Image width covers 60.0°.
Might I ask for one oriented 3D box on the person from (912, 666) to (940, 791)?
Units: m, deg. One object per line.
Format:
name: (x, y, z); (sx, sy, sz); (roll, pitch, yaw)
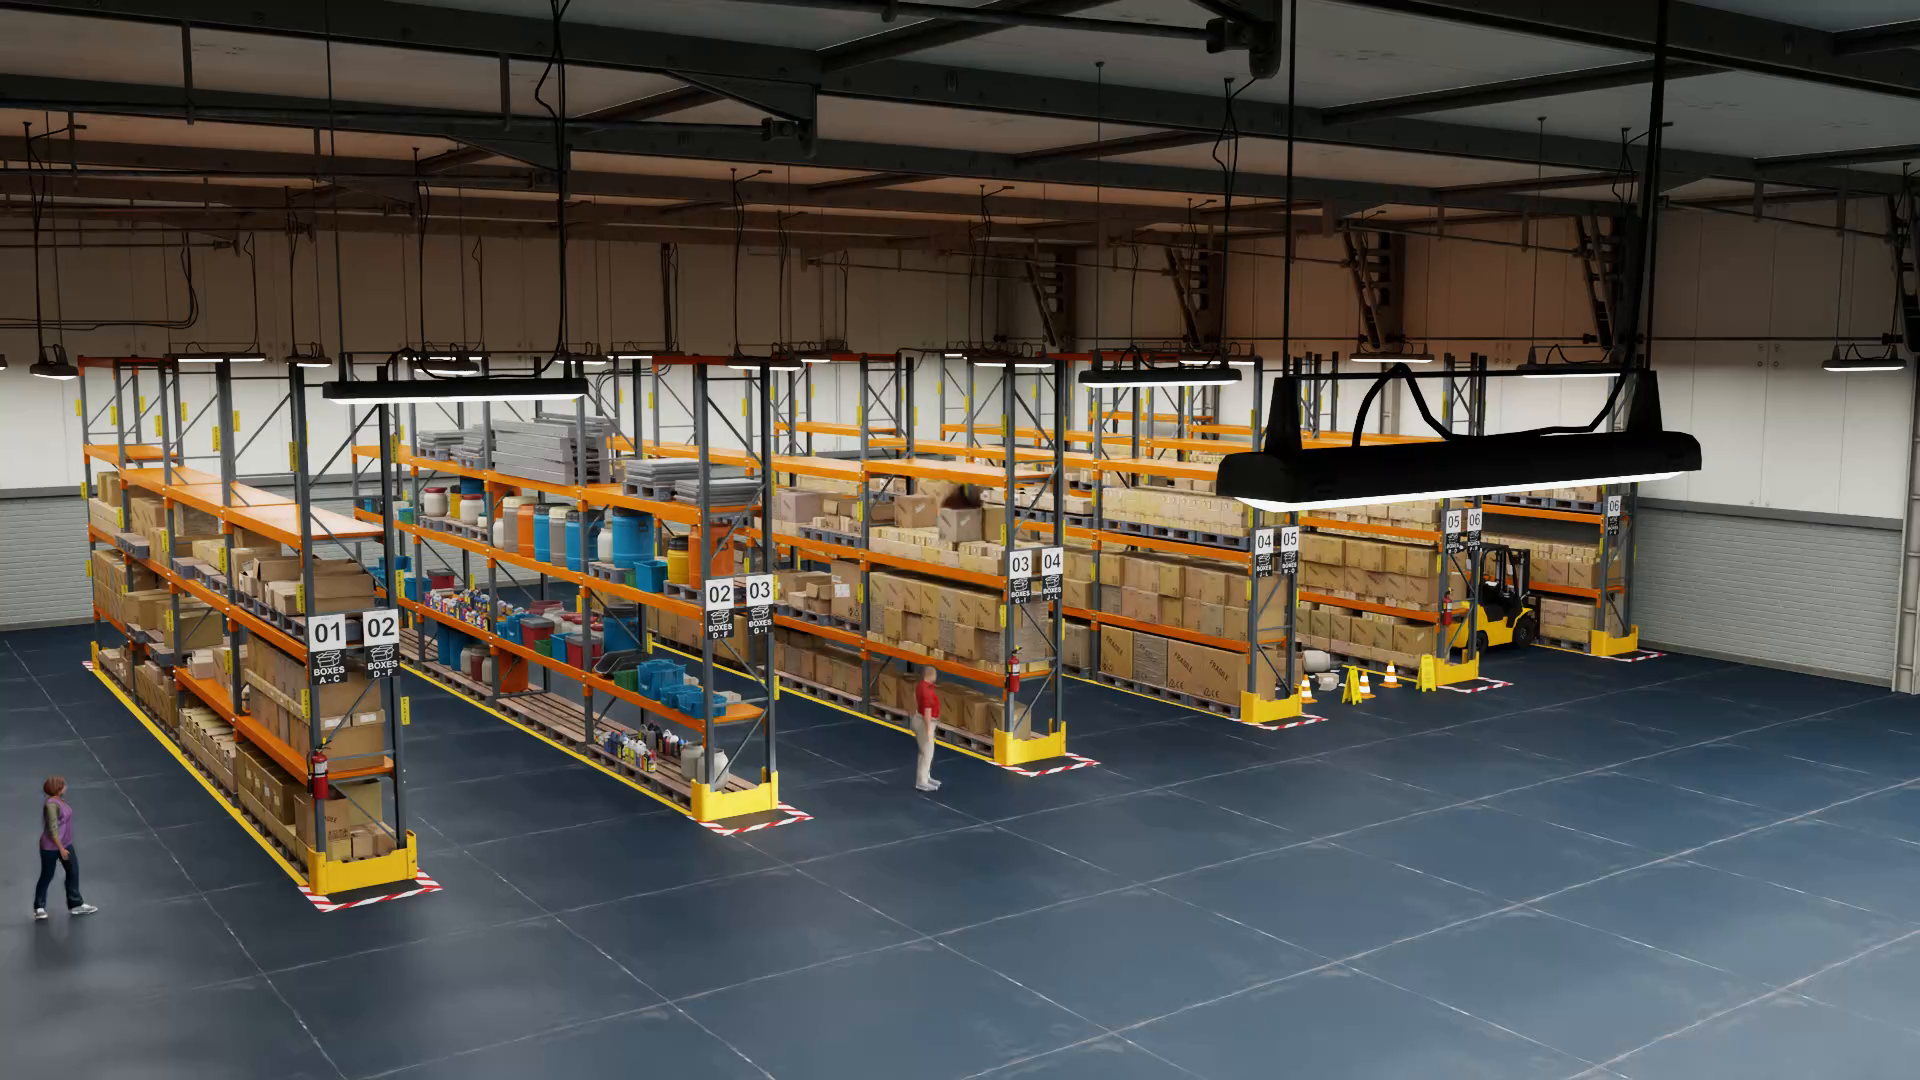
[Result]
person: (-0.470, 2.642, 23.465); (0.394, 1.749, 0.574); (-2, 7, -13)

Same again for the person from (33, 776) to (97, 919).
person: (-9.869, 3.352, 18.182); (0.625, 1.584, 0.420); (0, 7, 2)
